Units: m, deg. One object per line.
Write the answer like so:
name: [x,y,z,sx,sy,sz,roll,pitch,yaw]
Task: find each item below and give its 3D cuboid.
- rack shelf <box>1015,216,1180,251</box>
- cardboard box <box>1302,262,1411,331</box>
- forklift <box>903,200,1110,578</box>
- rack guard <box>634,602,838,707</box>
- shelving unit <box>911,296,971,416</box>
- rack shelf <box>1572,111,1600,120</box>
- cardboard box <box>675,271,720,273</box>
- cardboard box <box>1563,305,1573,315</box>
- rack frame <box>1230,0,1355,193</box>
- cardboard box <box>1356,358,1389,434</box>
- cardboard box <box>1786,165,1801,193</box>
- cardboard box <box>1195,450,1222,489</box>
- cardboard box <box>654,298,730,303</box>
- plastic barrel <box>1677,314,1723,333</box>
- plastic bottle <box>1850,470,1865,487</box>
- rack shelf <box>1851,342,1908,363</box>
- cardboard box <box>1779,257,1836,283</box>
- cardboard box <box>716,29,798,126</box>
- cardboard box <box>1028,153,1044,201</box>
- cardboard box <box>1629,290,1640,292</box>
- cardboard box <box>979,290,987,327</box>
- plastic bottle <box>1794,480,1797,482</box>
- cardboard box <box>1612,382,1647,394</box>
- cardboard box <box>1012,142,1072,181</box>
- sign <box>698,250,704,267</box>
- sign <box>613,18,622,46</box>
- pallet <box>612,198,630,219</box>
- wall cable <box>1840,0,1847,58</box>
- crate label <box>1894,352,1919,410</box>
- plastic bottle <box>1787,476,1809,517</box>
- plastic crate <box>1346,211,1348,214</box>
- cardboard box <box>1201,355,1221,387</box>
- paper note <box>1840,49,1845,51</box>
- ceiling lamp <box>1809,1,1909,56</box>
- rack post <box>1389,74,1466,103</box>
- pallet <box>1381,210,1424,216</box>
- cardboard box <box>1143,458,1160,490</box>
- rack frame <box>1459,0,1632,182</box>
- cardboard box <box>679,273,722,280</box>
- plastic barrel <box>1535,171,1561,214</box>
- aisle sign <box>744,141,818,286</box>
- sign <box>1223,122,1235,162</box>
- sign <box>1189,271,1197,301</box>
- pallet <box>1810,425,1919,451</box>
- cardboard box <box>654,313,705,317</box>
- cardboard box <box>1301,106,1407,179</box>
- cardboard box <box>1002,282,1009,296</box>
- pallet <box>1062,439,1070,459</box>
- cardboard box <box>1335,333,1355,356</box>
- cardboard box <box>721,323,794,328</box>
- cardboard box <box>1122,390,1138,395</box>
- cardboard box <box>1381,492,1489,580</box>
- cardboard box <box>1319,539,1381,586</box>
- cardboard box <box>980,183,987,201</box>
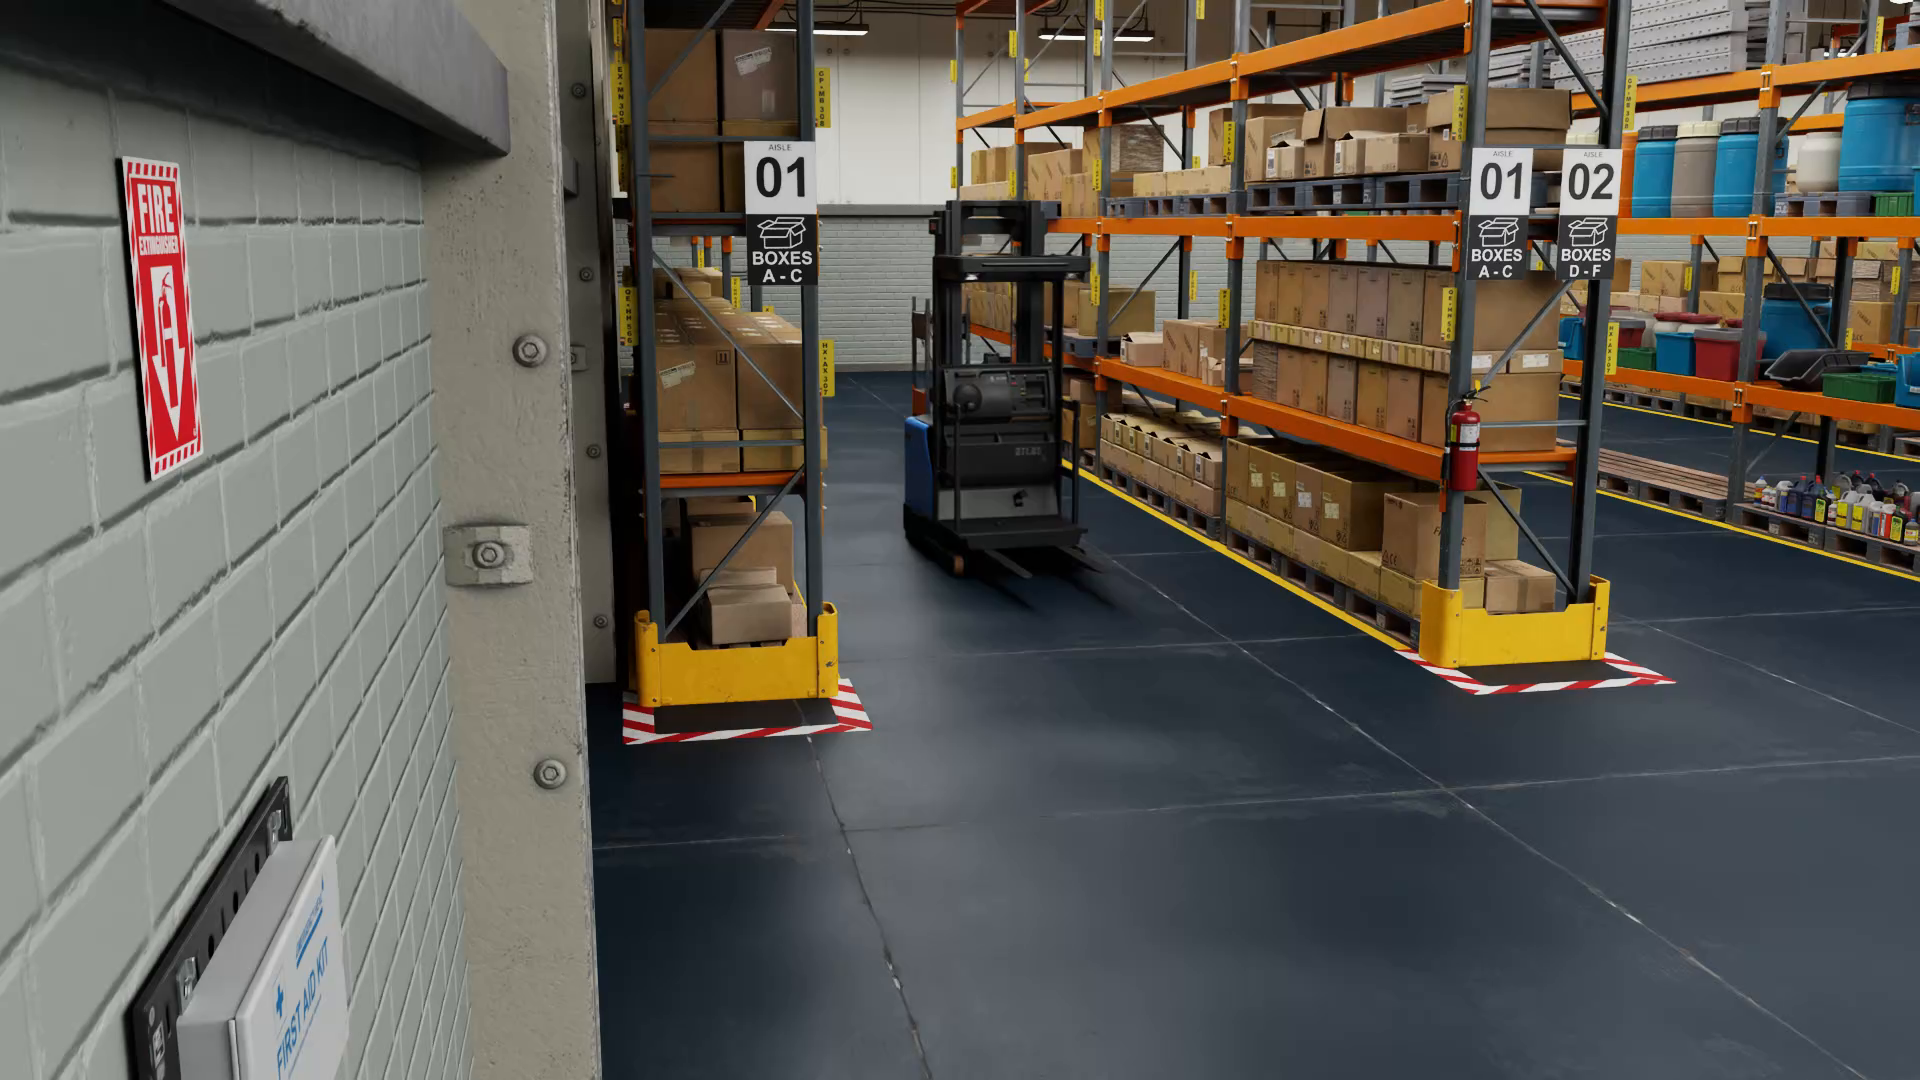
rack shelf: [1.610,-3.678,19.899,1.077,0.370,4.000,-2,11,-11]
cardboard box: [3.065,-1.878,12.804,0.700,0.500,0.500,-2,11,-11]
forklift: [0.382,-1.240,13.373,1.130,2.935,3.031,-3,11,-15]
rack guard: [-1.319,0.671,9.833,1.175,0.500,0.348,-2,11,-11]
shelving unit: [-0.175,-1.147,15.108,0.431,2.100,0.503,-3,11,-15]
rack shelf: [6.469,-5.134,20.599,1.077,0.370,4.000,-2,11,-11]
cardboard box: [-3.007,-2.960,19.102,0.500,0.250,0.500,-2,11,-12]
cardboard box: [10.007,-3.723,26.908,0.380,0.149,0.250,-2,11,-12]
rack frame: [2.777,-4.404,13.770,1.000,3.000,0.127,-2,11,-11]
cardboard box: [3.279,-1.046,11.904,0.700,0.500,0.500,-2,11,-11]
cardboard box: [11.298,-4.655,21.709,0.797,0.503,0.637,-2,11,-12]
cardboard box: [2.417,-0.652,14.832,0.500,0.311,0.500,-2,11,-11]
cardboard box: [-2.623,-2.088,16.200,0.700,0.500,0.500,-3,11,-16]
plastic barrel: [7.522,-2.022,16.932,0.433,0.535,0.433,0,11,0]
plastic bottle: [8.044,-0.444,14.915,0.144,0.351,0.185,-2,11,-13]
rack shelf: [11.327,-2.564,22.069,1.077,0.370,4.000,-2,11,-11]
cardboard box: [11.329,-3.470,21.952,0.797,0.503,0.637,-2,11,-9]
cardboard box: [-1.141,-2.646,9.559,0.500,0.500,0.500,-3,11,-15]
cardboard box: [1.246,-4.608,21.202,0.600,0.600,0.600,-3,11,-16]
cardboard box: [10.712,-3.825,26.374,0.500,0.250,0.500,-3,11,-13]
cardboard box: [0.566,-3.338,23.944,0.500,0.500,0.500,-2,11,-10]
plastic bottle: [7.462,-0.390,14.810,0.061,0.283,0.133,-2,11,-11]
cardboard box: [10.714,-2.736,25.607,0.875,0.875,0.875,-2,11,-11]
cardboard box: [1.089,-5.026,22.118,0.700,0.500,0.500,-2,11,-11]
sign: [-3.881,-4.180,24.904,0.100,0.325,0.005,-2,11,-11]
sign: [-4.187,-6.212,20.344,0.100,0.325,0.005,-2,11,-11]
pallet: [-3.037,-3.507,17.583,1.213,0.211,1.003,-2,11,-8]
wall cable: [16.981,-11.249,33.684,2.355,3.000,0.029,-2,11,-11]
crate label: [7.791,-1.248,13.138,0.502,0.435,0.616,-2,11,-11]
plastic bottle: [7.386,-0.388,14.623,0.144,0.351,0.185,-2,11,-9]
plastic crate: [5.590,-4.651,23.534,0.416,0.233,0.300,-2,11,-11]
cardboard box: [2.425,-1.546,15.156,0.396,0.266,0.258,-2,11,-12]
paper note: [14.607,-8.105,27.513,0.001,0.032,0.123,-2,11,-11]
ceiling lamp: [16.981,-10.597,30.693,2.000,3.185,0.800,-2,11,-11]
rack post: [6.213,-5.858,21.611,0.937,0.300,0.954,-2,11,-12]
pallet: [6.328,-4.345,21.983,1.213,0.211,1.003,-2,11,-11]
cardboard box: [2.117,-0.658,16.364,0.500,0.250,0.500,-2,11,-10]
rack frame: [3.555,-3.671,9.915,1.000,3.000,0.127,-2,11,-11]
cardboard box: [-2.801,-2.775,18.131,0.500,0.250,0.500,-2,11,-12]
plastic barrel: [6.618,-3.831,18.479,0.421,0.512,0.421,0,11,0]
aisle sign: [-0.996,-1.818,9.271,0.394,0.787,0.004,-2,11,-11]
sign: [2.246,-3.318,13.860,0.100,0.325,0.005,-2,11,-11]
sign: [2.542,-2.781,18.186,0.100,0.325,0.005,-2,11,-11]
pallet: [11.637,-1.328,21.109,1.003,0.211,1.213,-2,11,-11]
cardboard box: [-2.195,-1.487,12.830,0.500,0.500,0.500,-2,11,-12]
cardboard box: [2.973,-2.950,12.377,0.797,0.503,0.637,-1,11,-5]
cardboard box: [0.868,-3.548,22.375,0.500,0.500,0.500,-2,11,-11]
pallet: [1.657,-1.183,20.346,1.003,0.211,1.213,-2,11,-11]
cardboard box: [2.990,-1.439,12.232,0.380,0.149,0.250,-2,11,-12]
cardboard box: [-1.395,-1.226,11.458,0.500,0.500,0.500,-2,11,-9]
cardboard box: [1.884,-1.557,20.361,0.500,0.500,0.500,-3,11,-13]
cardboard box: [3.158,-0.035,11.084,0.500,0.500,0.500,-2,11,-11]
cardboard box: [2.952,0.150,12.116,0.500,0.250,0.500,-2,11,-11]
cardboard box: [0.574,-4.925,23.590,0.500,0.250,0.500,-2,11,-11]
